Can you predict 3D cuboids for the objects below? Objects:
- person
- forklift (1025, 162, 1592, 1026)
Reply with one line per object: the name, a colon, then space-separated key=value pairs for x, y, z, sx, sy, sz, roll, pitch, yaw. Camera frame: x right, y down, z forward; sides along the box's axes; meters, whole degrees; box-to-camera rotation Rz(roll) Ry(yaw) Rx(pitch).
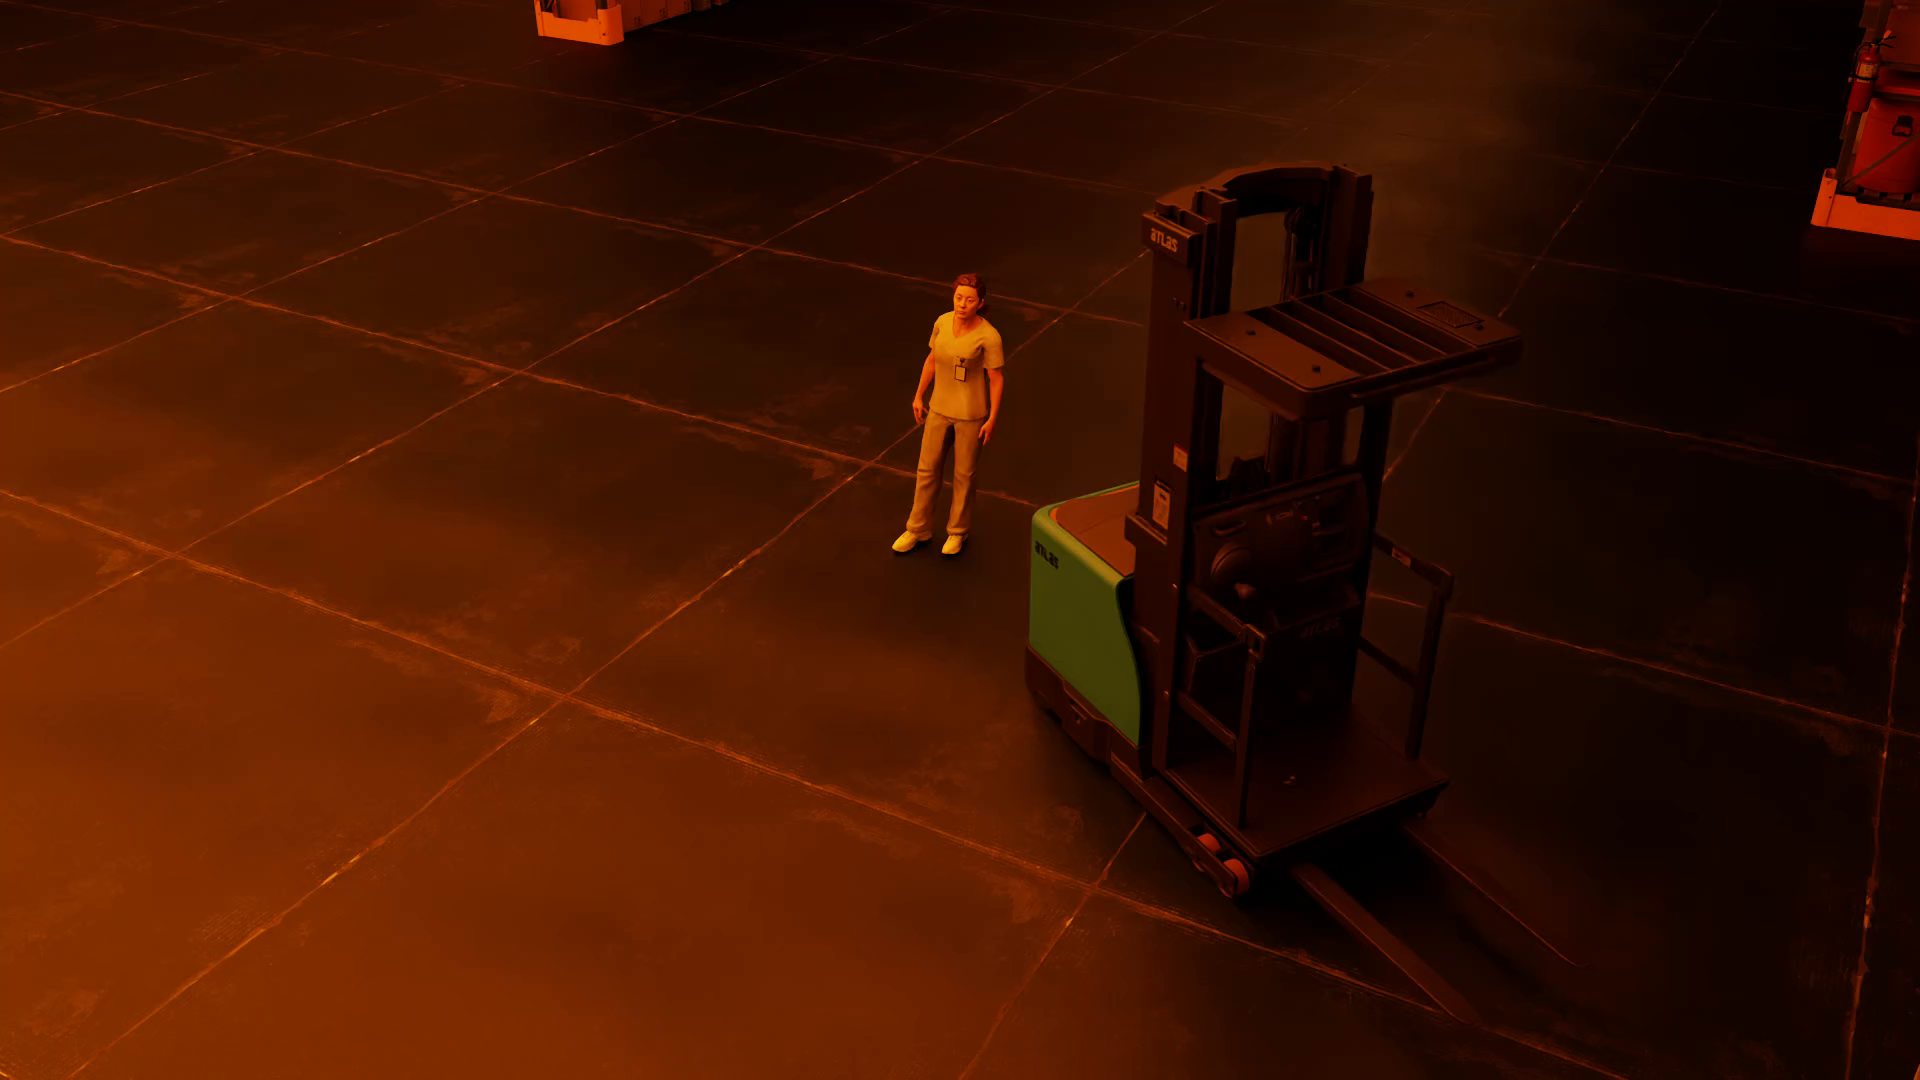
person: x=-0.048 y=-0.703 z=9.530 sx=0.549 sy=1.674 sz=0.548 roll=15 pitch=33 yaw=25
forklift: x=1.493 y=0.035 z=7.011 sx=1.130 sy=2.935 sz=3.031 roll=-16 pitch=33 yaw=-25
